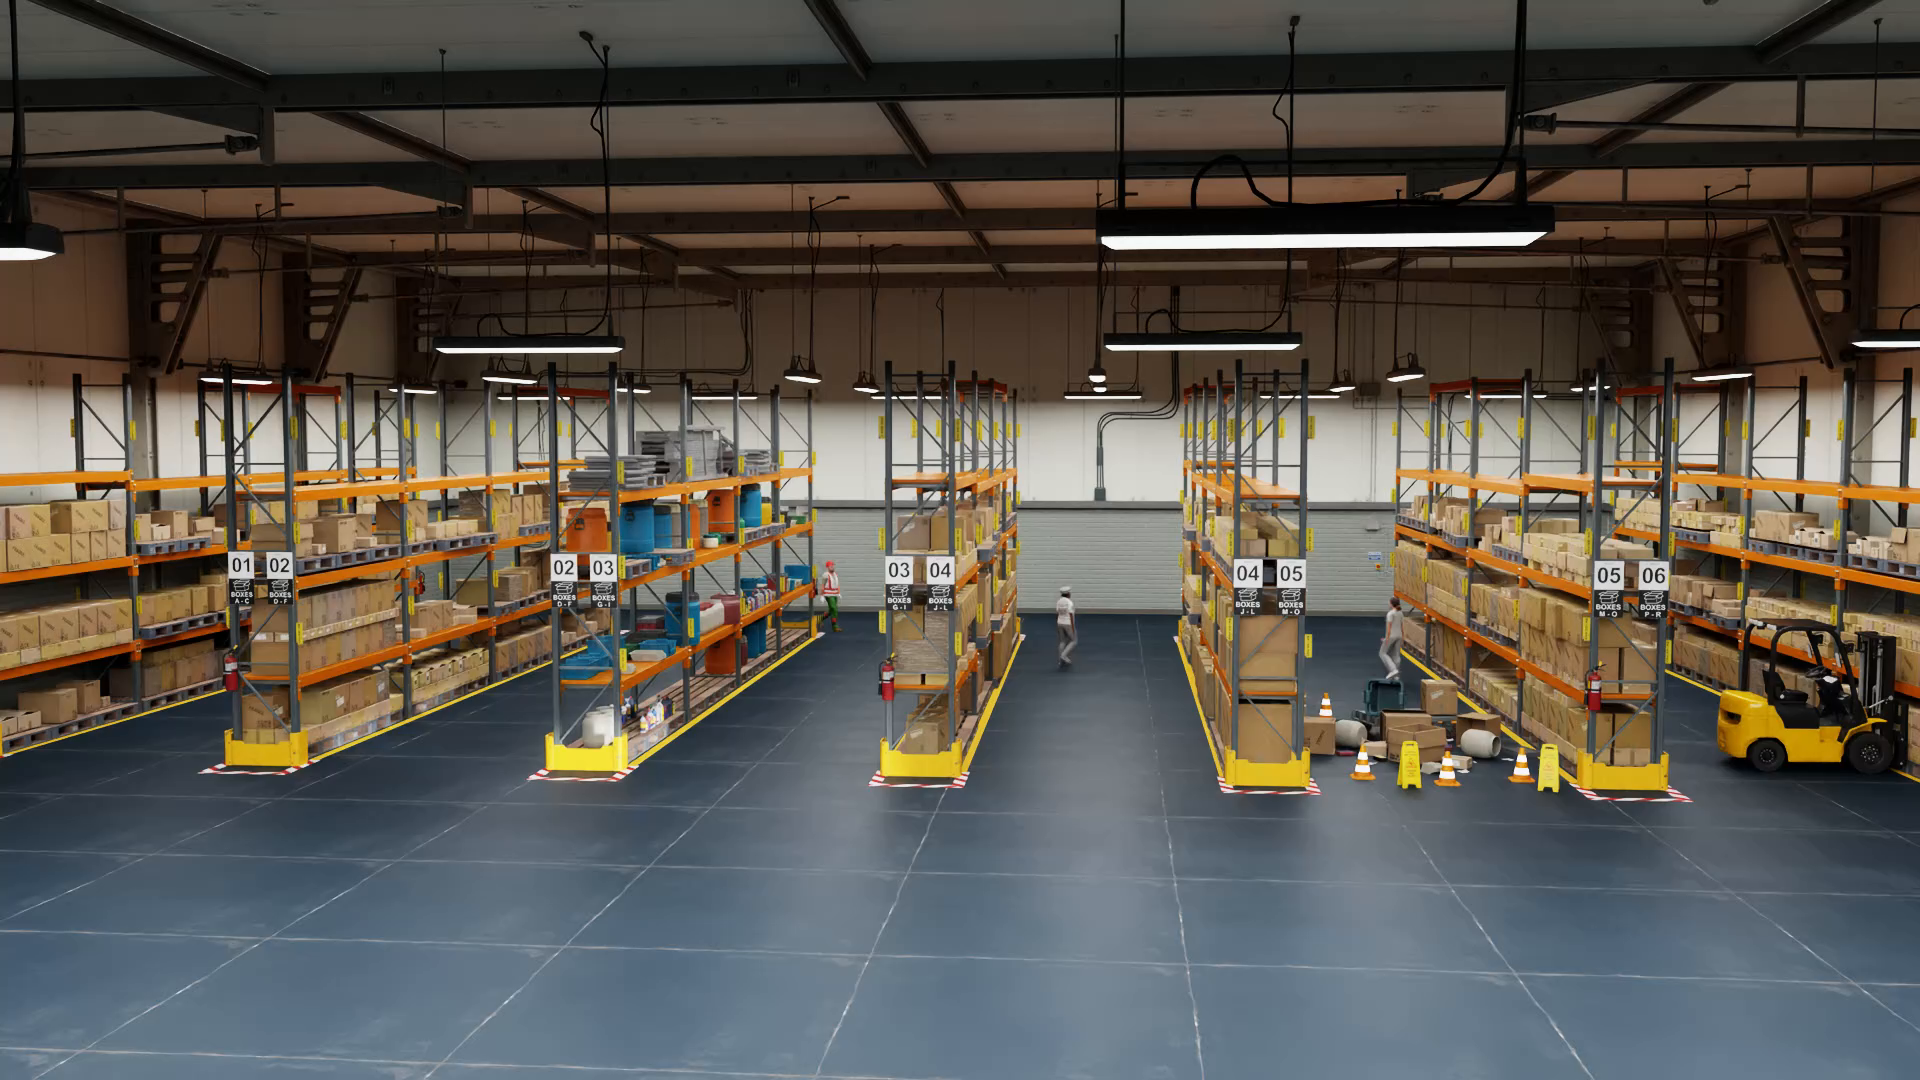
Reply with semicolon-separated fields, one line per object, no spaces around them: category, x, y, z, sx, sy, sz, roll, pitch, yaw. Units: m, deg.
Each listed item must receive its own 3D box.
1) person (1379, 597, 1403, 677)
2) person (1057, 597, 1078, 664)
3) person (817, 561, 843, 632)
person;8.700;1.944;33.308;0.478;1.603;0.431;-2;4;-33
person;2.236;1.943;35.410;0.435;1.454;0.469;-3;5;-41
person;-3.244;1.394;41.361;0.850;1.770;0.523;2;4;29
